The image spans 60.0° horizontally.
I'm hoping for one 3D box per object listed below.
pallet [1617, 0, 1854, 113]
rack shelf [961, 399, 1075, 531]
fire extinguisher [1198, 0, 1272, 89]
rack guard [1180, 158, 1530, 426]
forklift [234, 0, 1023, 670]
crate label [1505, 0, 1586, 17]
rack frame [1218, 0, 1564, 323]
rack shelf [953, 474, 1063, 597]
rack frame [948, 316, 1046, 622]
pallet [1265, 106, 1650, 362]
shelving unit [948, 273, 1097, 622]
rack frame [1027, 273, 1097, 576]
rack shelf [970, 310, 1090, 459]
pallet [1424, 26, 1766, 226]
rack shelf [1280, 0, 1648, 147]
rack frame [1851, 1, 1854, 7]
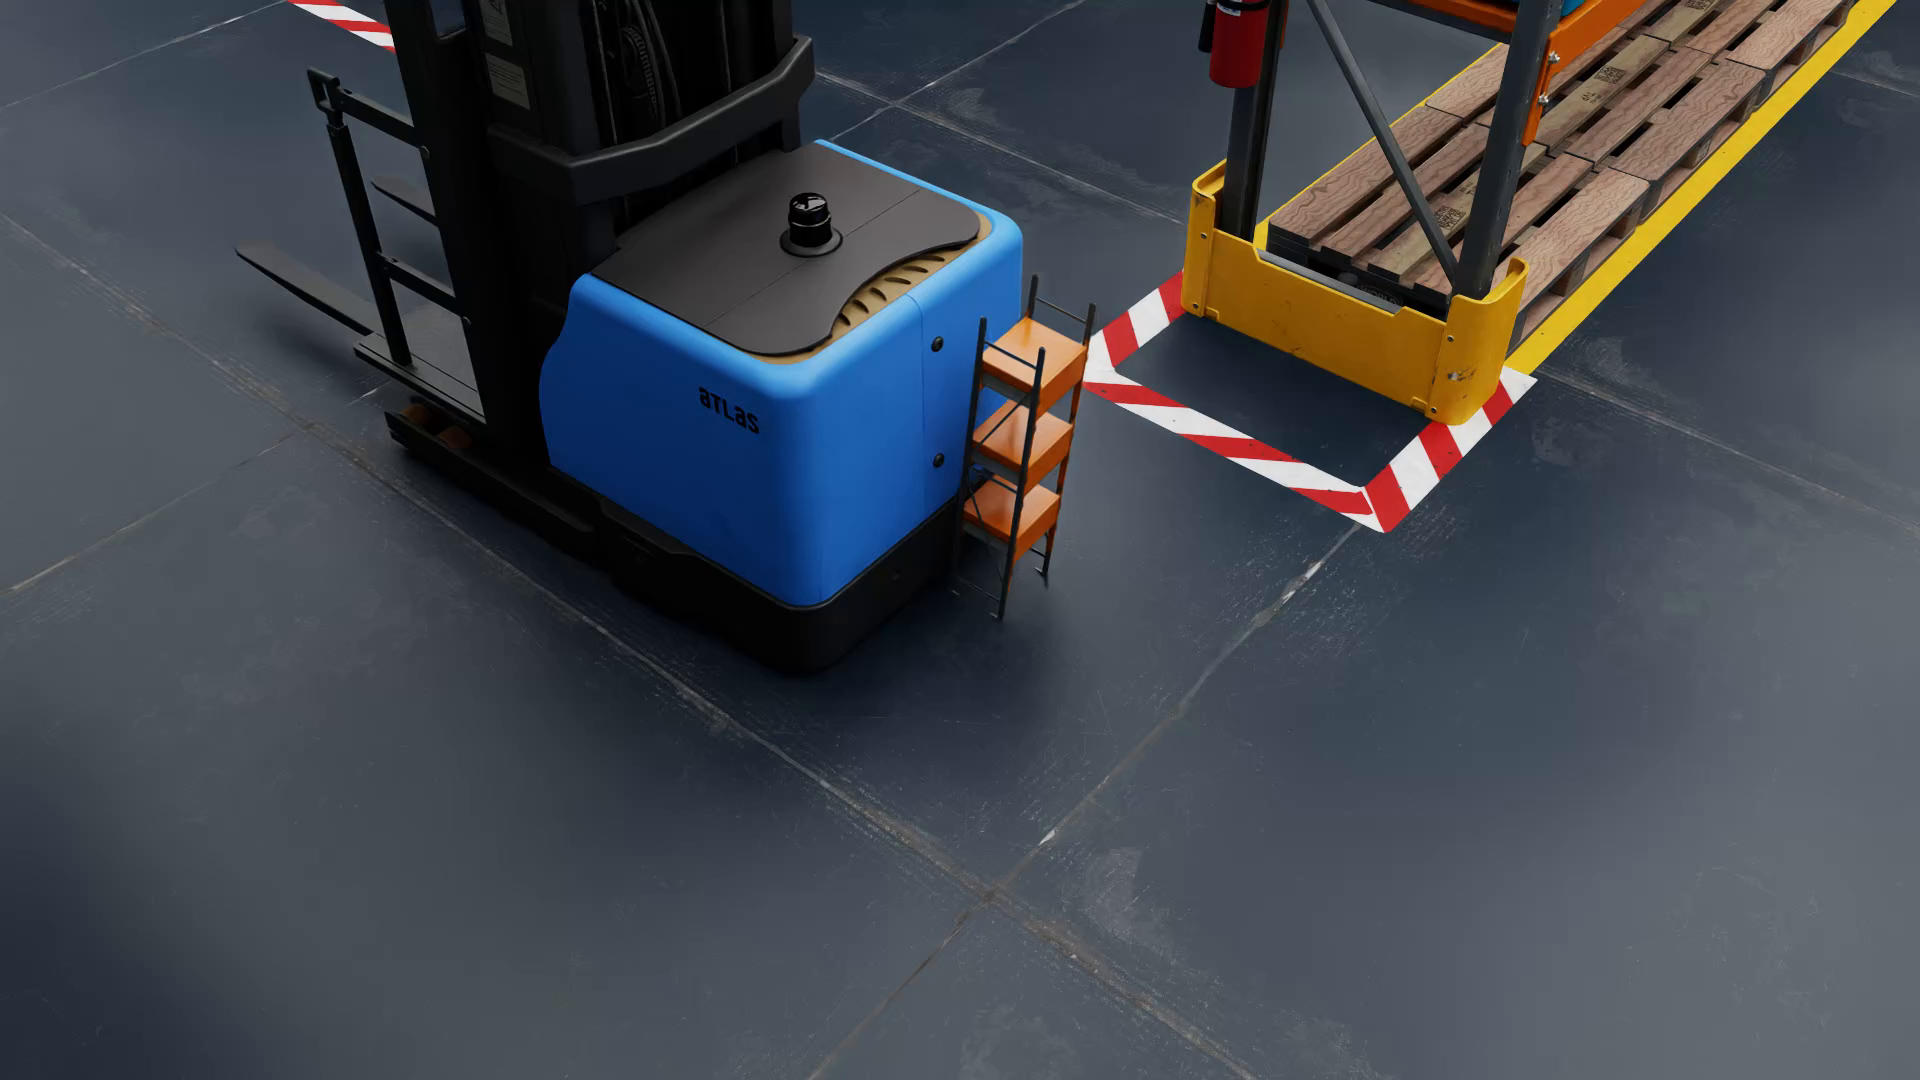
[{"bbox_3d":[3.491,-2.474,7.814,1.003,0.211,1.213,29,50,28],"label":"pallet"},{"bbox_3d":[0.160,-0.227,4.720,0.215,0.259,0.240,30,50,21],"label":"rack shelf"},{"bbox_3d":[0.915,-1.794,5.328,0.296,0.674,0.183,29,50,28],"label":"fire extinguisher"},{"bbox_3d":[1.355,-0.898,5.866,1.175,0.500,0.348,29,50,28],"label":"rack guard"},{"bbox_3d":[-1.277,-1.542,4.767,3.031,2.935,1.130,28,49,27],"label":"forklift"},{"bbox_3d":[1.771,-1.786,5.064,0.416,0.233,0.303,29,50,28],"label":"crate label"},{"bbox_3d":[1.360,-1.841,5.045,1.000,3.000,0.127,29,50,28],"label":"rack frame"},{"bbox_3d":[0.137,-0.034,4.919,0.215,0.259,0.240,30,50,21],"label":"rack shelf"},{"bbox_3d":[0.091,-0.167,4.639,0.200,1.050,0.008,30,50,21],"label":"rack frame"},{"bbox_3d":[1.921,-1.217,6.432,1.003,0.211,1.213,29,50,28],"label":"pallet"},{"bbox_3d":[0.161,-0.234,4.713,0.215,1.050,0.252,30,50,21],"label":"shelving unit"},{"bbox_3d":[0.232,-0.301,4.786,0.200,1.050,0.008,30,50,21],"label":"rack frame"},{"bbox_3d":[0.185,-0.424,4.517,0.215,0.259,0.240,30,50,21],"label":"rack shelf"},{"bbox_3d":[2.706,-1.843,7.120,1.003,0.211,1.213,29,50,28],"label":"pallet"},{"bbox_3d":[2.647,-2.605,6.420,1.077,0.370,4.000,29,50,28],"label":"rack shelf"},{"bbox_3d":[3.935,-3.901,7.310,1.000,3.000,0.127,29,50,28],"label":"rack frame"}]
